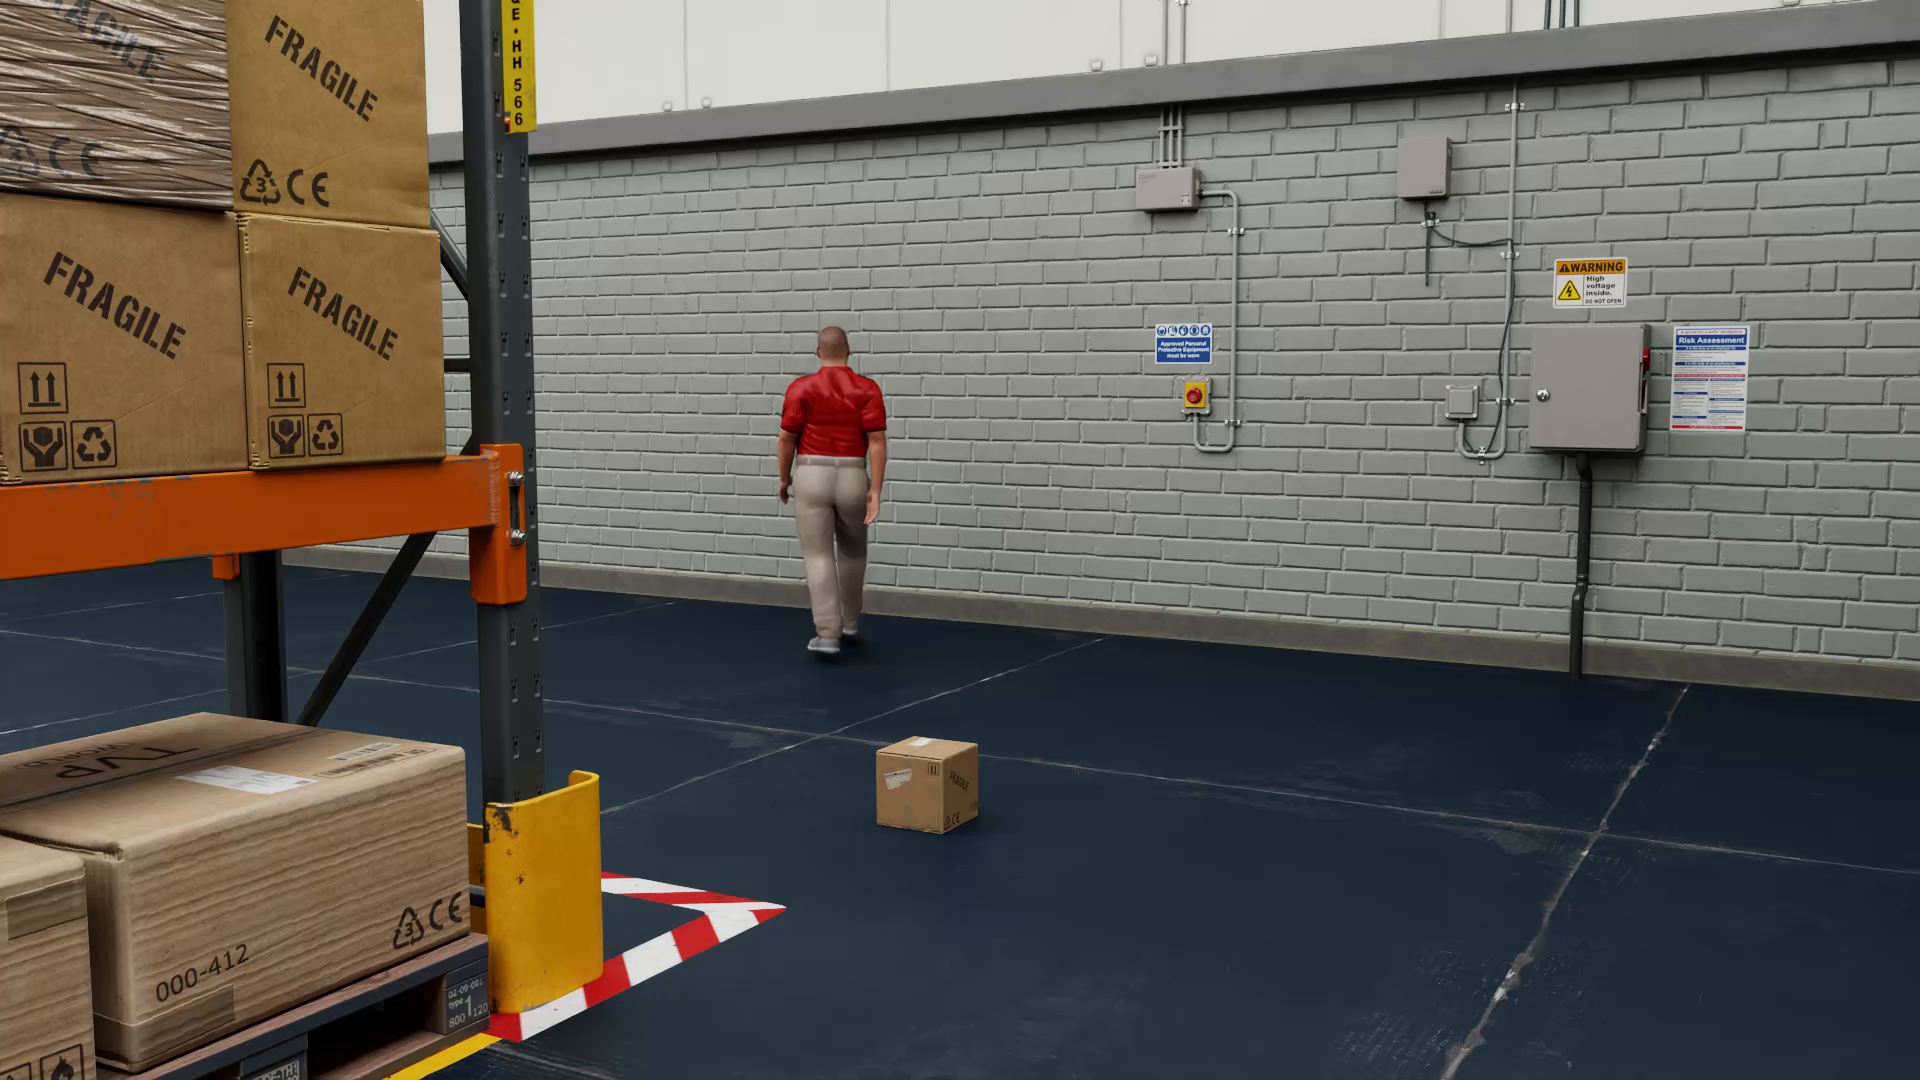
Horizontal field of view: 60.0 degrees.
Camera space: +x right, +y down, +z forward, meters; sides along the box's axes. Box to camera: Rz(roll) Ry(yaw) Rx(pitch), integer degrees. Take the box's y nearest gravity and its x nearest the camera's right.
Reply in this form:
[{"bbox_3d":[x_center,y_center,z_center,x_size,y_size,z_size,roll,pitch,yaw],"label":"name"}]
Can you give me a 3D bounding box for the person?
[{"bbox_3d":[-0.710,-0.281,8.818,0.539,1.688,0.904,-2,6,-16],"label":"person"}]
